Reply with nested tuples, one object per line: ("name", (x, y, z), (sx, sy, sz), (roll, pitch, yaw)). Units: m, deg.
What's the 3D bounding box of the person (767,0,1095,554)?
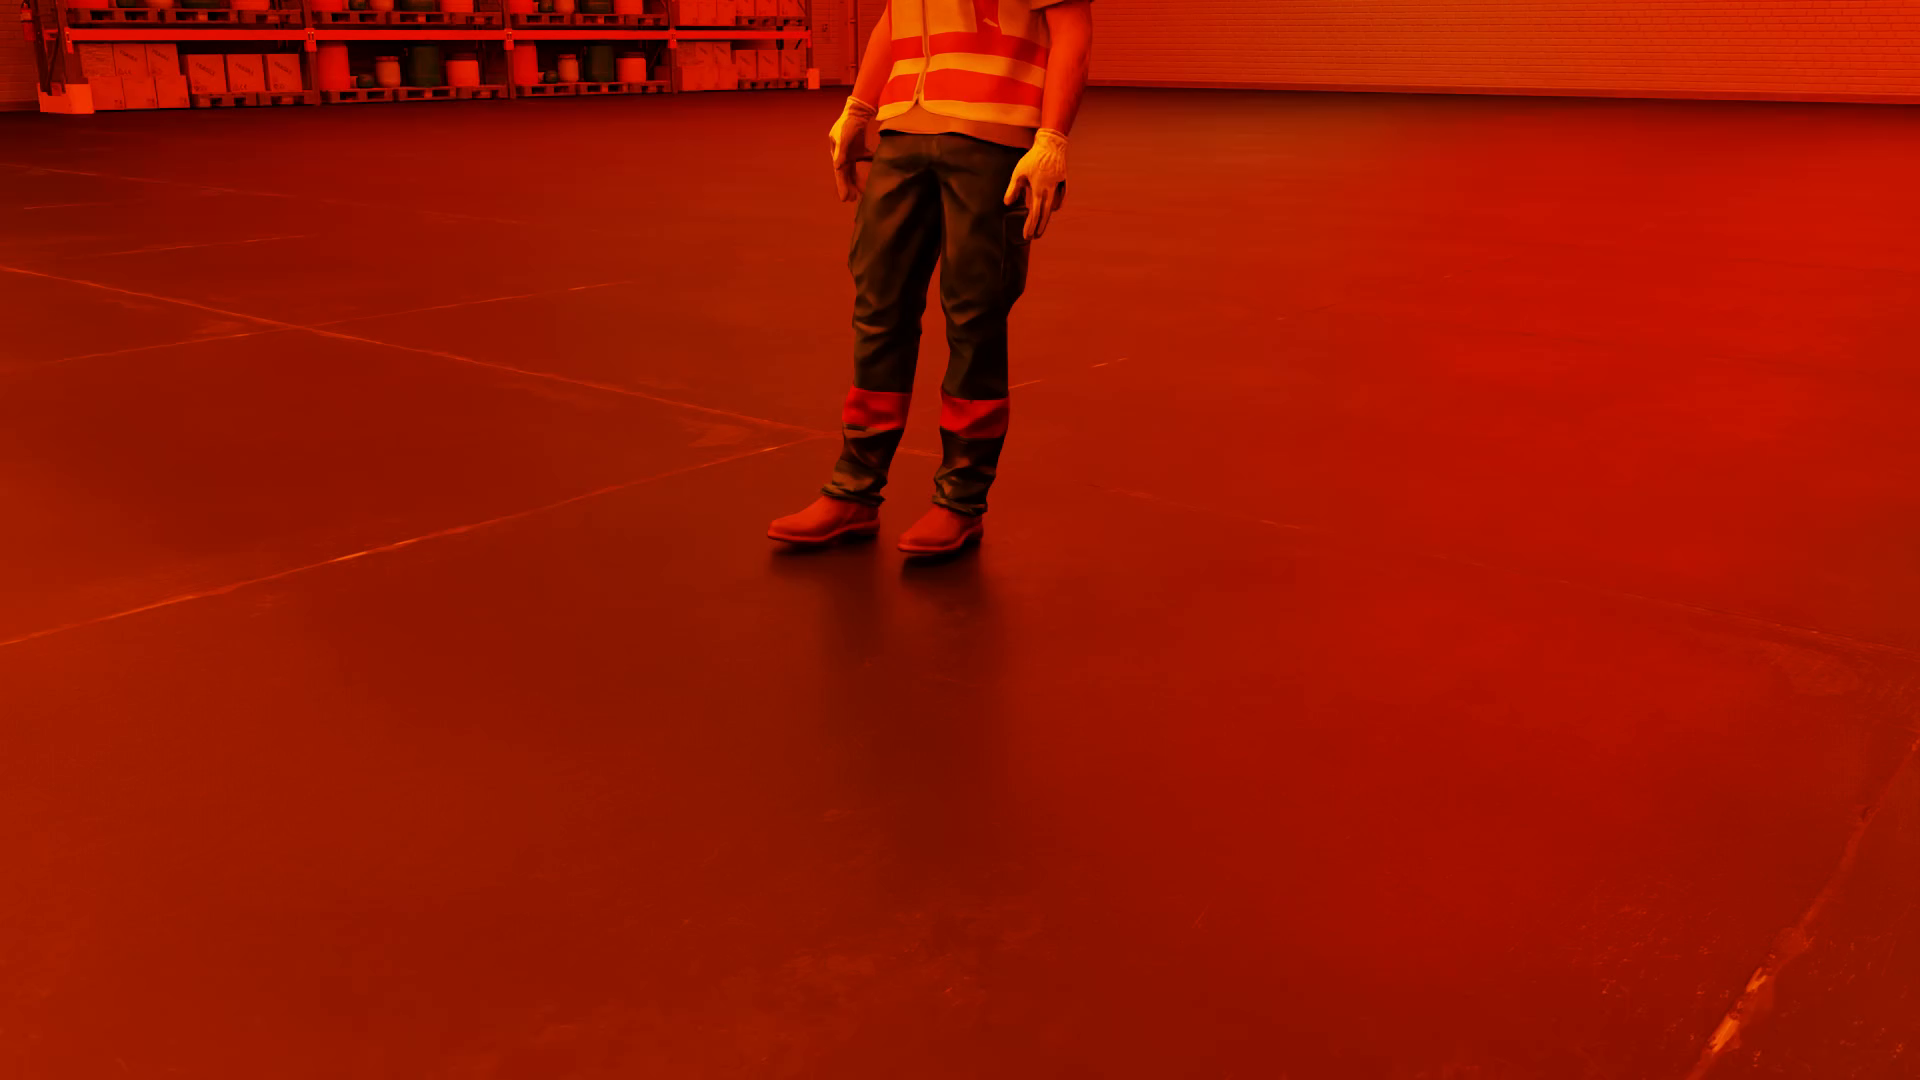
("person", (-0.061, -0.848, 3.629), (0.637, 1.787, 0.564), (13, 21, 37))
